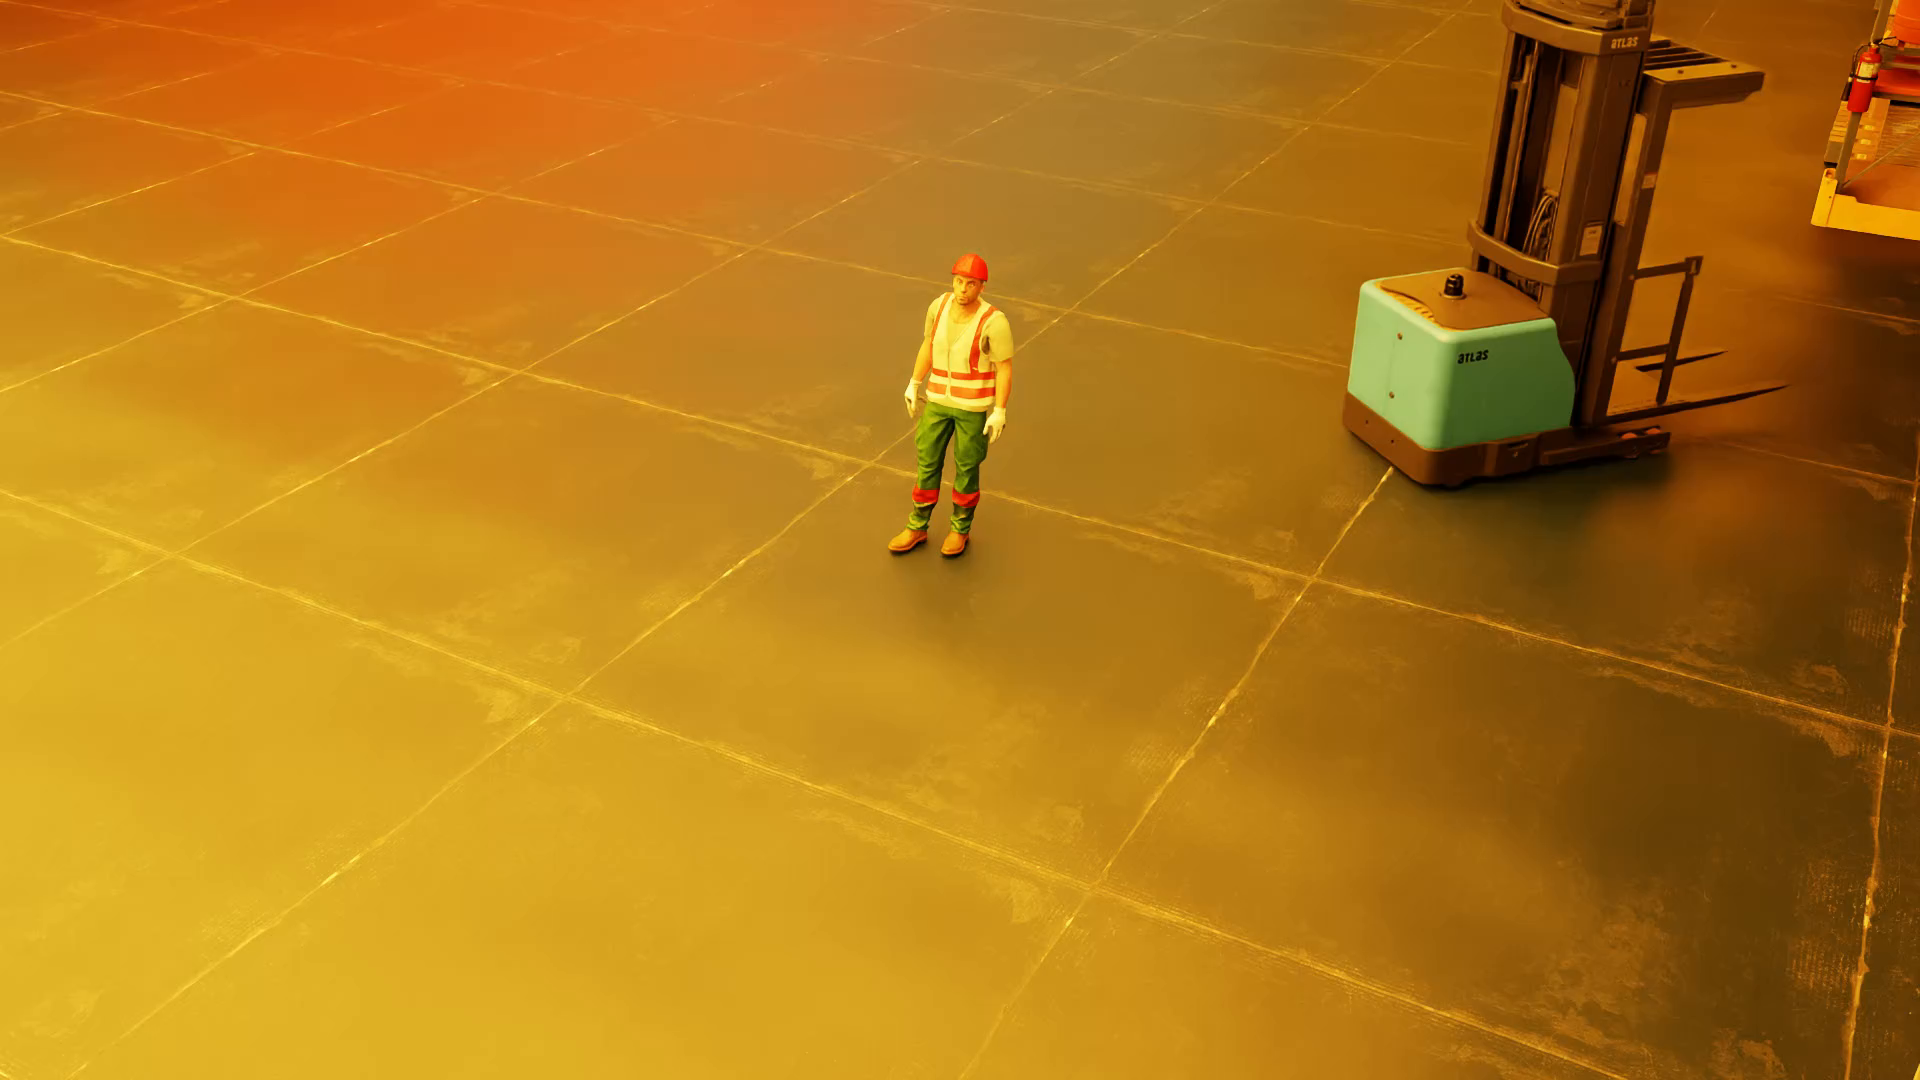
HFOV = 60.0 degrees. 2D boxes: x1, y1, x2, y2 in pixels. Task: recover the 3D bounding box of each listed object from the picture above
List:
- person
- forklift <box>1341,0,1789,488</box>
[{"bbox_3d":[-0.048,-0.748,9.495,0.638,1.789,0.562,15,33,25],"label":"person"},{"bbox_3d":[4.150,-2.043,10.611,3.031,2.935,1.130,-10,32,-17],"label":"forklift"}]
